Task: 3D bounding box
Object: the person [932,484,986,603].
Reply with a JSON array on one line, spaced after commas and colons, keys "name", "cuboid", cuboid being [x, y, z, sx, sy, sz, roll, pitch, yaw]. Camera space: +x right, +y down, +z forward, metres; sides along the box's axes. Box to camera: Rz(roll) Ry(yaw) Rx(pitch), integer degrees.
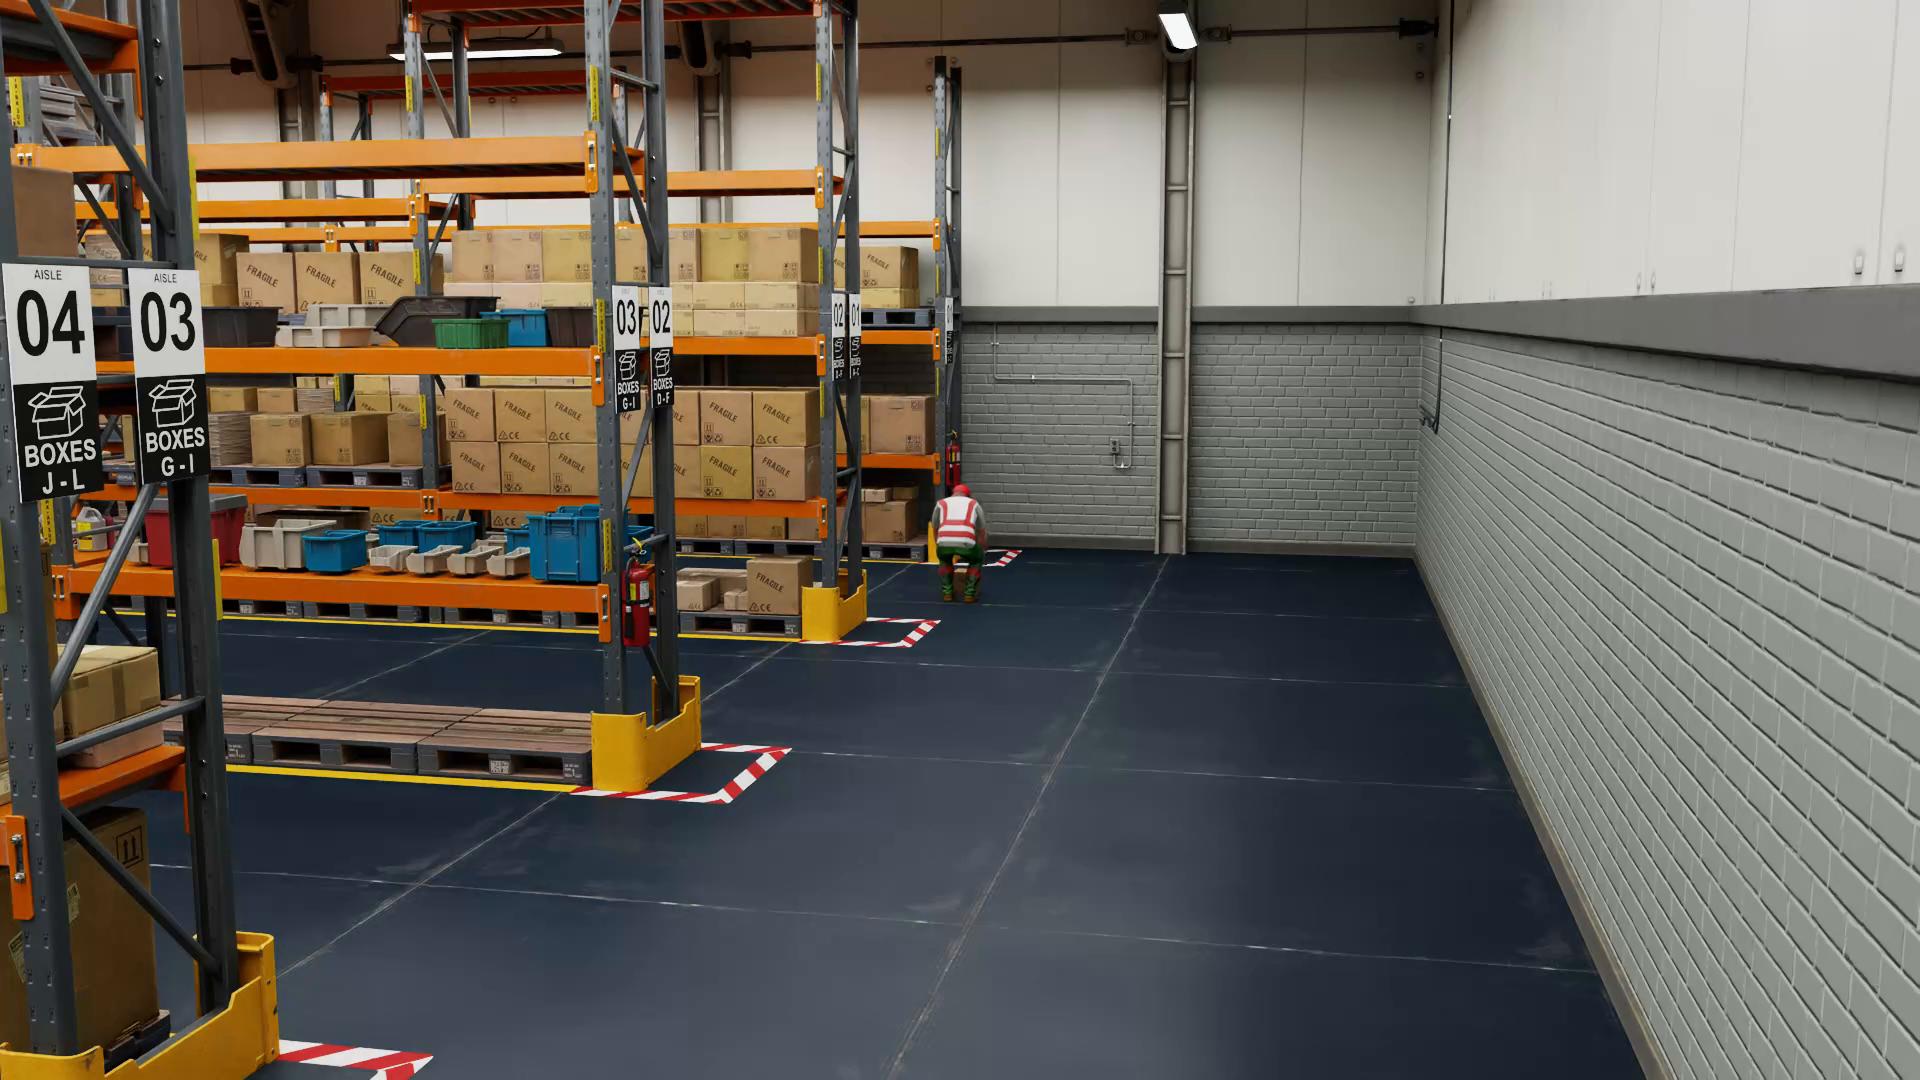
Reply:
[{"name": "person", "cuboid": [-0.032, 0.034, 17.630, 0.585, 1.201, 0.845, 2, 8, 11]}]
